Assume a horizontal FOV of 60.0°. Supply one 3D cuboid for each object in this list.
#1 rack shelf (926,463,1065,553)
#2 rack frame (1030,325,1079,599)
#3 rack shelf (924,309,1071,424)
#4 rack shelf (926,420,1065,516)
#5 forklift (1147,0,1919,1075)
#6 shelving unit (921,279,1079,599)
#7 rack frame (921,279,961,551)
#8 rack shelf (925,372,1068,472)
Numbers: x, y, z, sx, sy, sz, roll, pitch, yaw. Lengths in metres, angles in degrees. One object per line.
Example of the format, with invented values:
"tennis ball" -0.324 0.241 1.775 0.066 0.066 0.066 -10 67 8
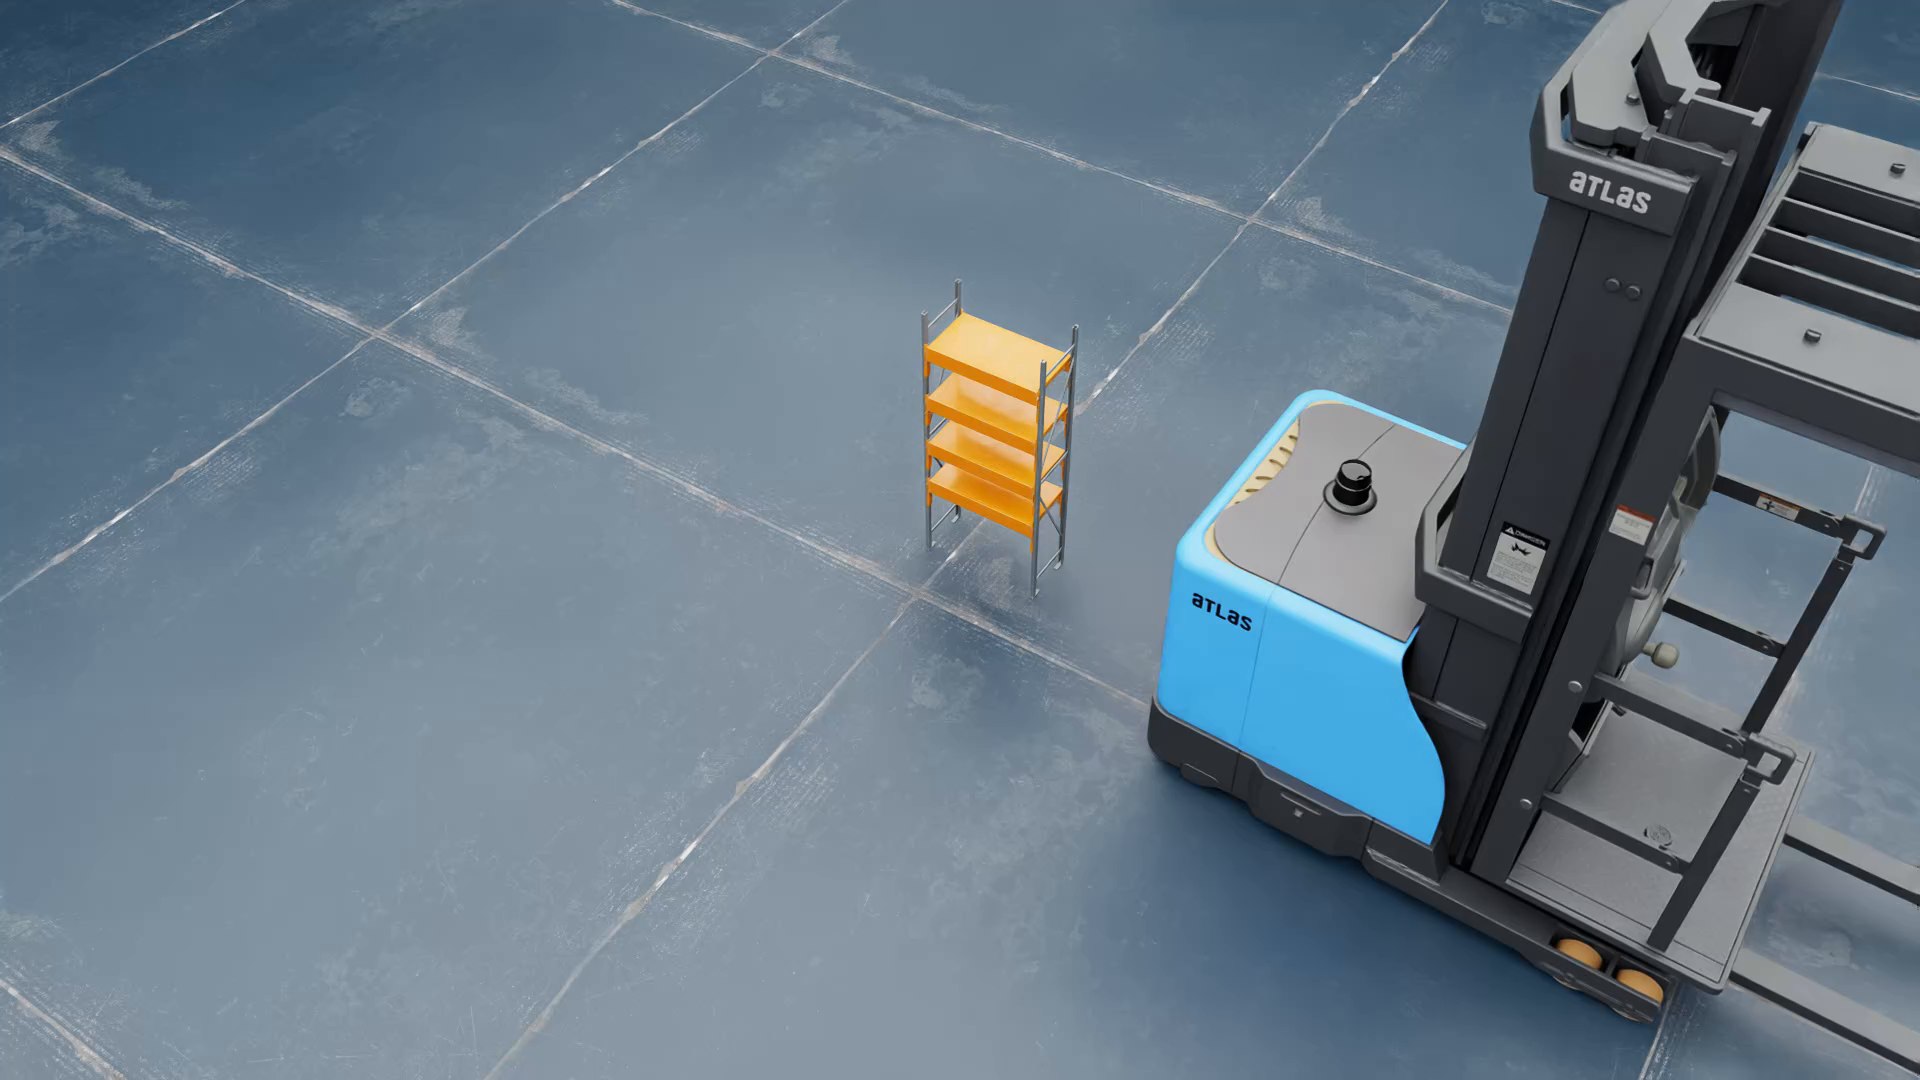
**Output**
"rack shelf" 0.139 -0.169 6.448 0.480 0.148 0.258 25 51 22
"rack frame" 0.345 -0.260 6.166 0.015 1.200 0.240 25 51 22
"rack shelf" 0.139 -0.628 5.976 0.480 0.148 0.258 25 51 22
"rack shelf" 0.139 -0.307 6.306 0.480 0.148 0.258 25 51 22
"forklift" 2.177 0.059 4.649 3.031 2.935 1.130 26 51 23
"shelving unit" 0.139 -0.354 6.257 0.503 1.200 0.258 25 51 22
"rack frame" -0.066 -0.449 6.349 0.015 1.200 0.240 25 51 22
"rack shelf" 0.139 -0.463 6.145 0.480 0.148 0.258 25 51 22
